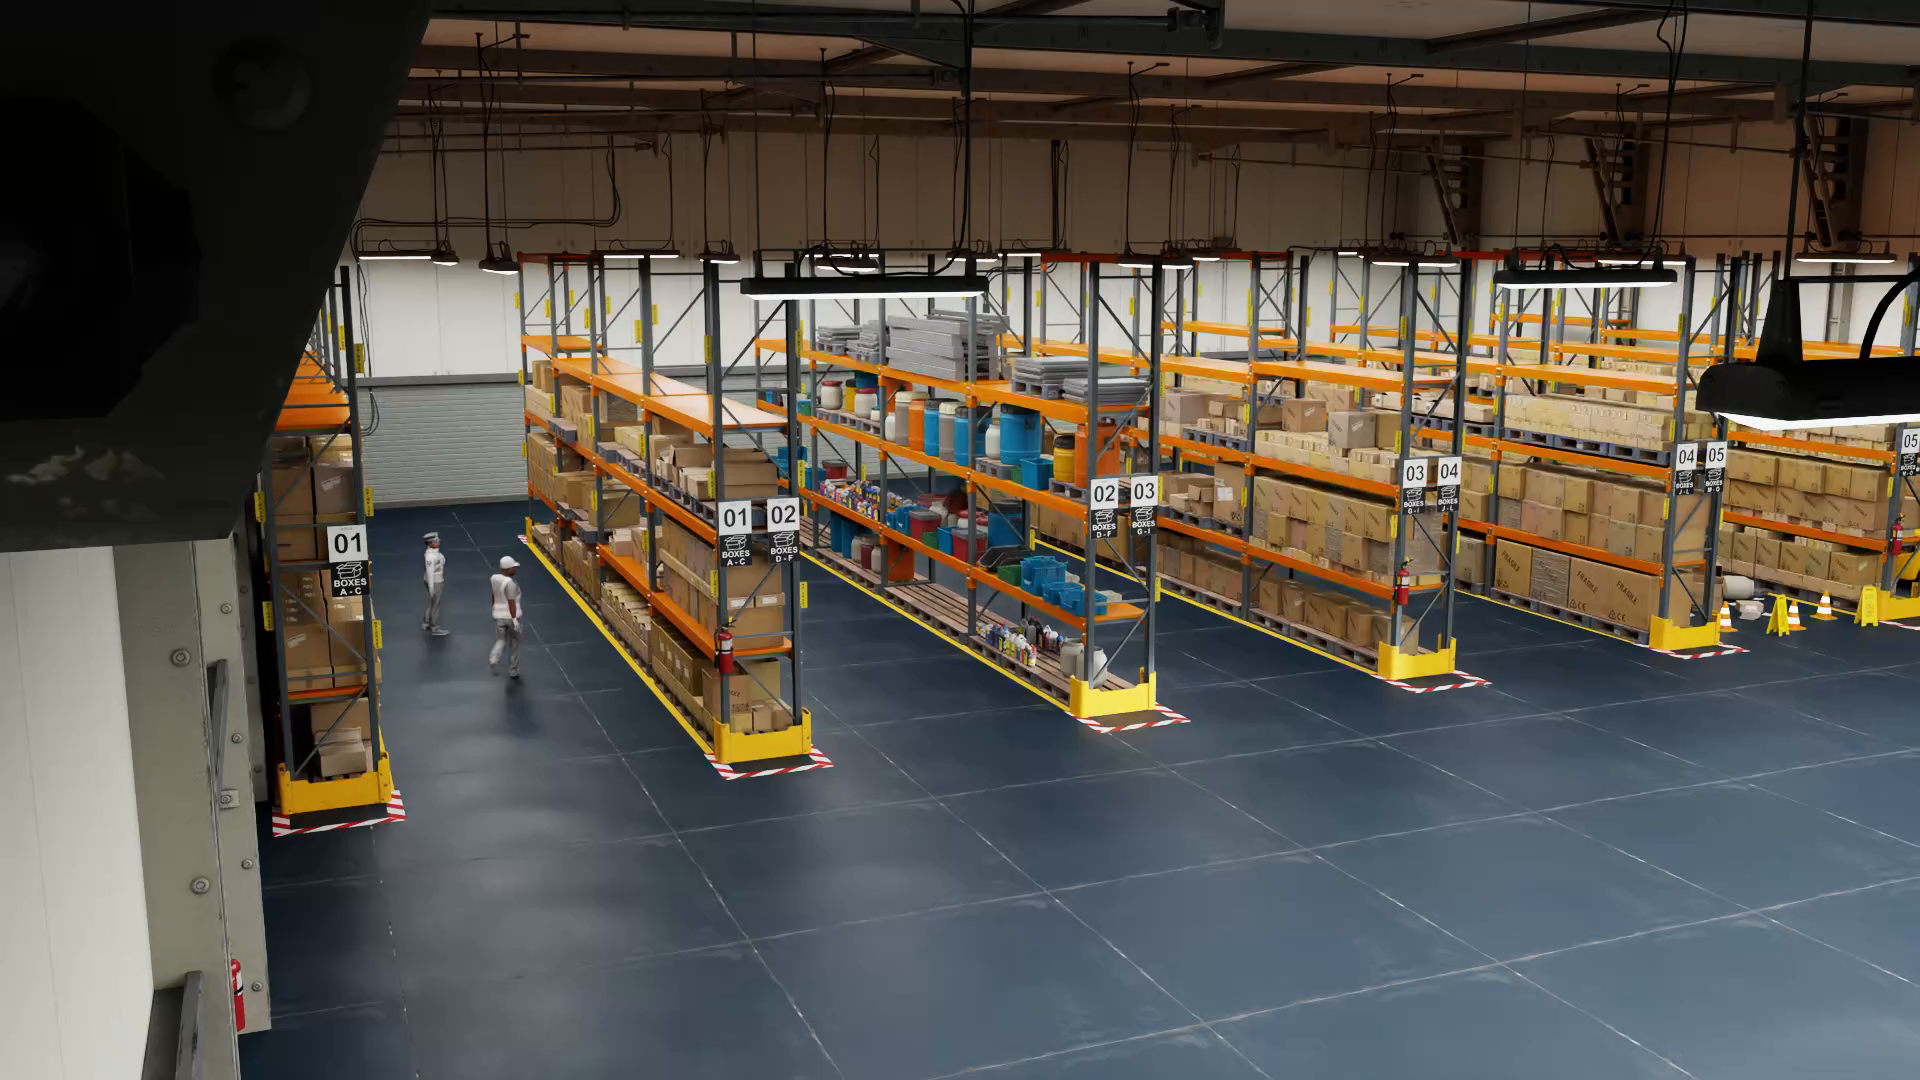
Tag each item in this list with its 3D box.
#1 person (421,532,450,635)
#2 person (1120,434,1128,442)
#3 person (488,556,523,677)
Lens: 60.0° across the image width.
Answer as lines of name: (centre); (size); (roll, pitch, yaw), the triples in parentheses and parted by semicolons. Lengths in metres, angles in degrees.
person: (-8.390, 0.701, 26.519); (0.465, 1.677, 0.497); (-6, 12, -29)
person: (3.831, -1.683, 39.307); (0.603, 1.716, 1.161); (-1, 10, -8)
person: (-6.564, 1.118, 23.933); (0.510, 1.776, 0.669); (2, 11, 12)
